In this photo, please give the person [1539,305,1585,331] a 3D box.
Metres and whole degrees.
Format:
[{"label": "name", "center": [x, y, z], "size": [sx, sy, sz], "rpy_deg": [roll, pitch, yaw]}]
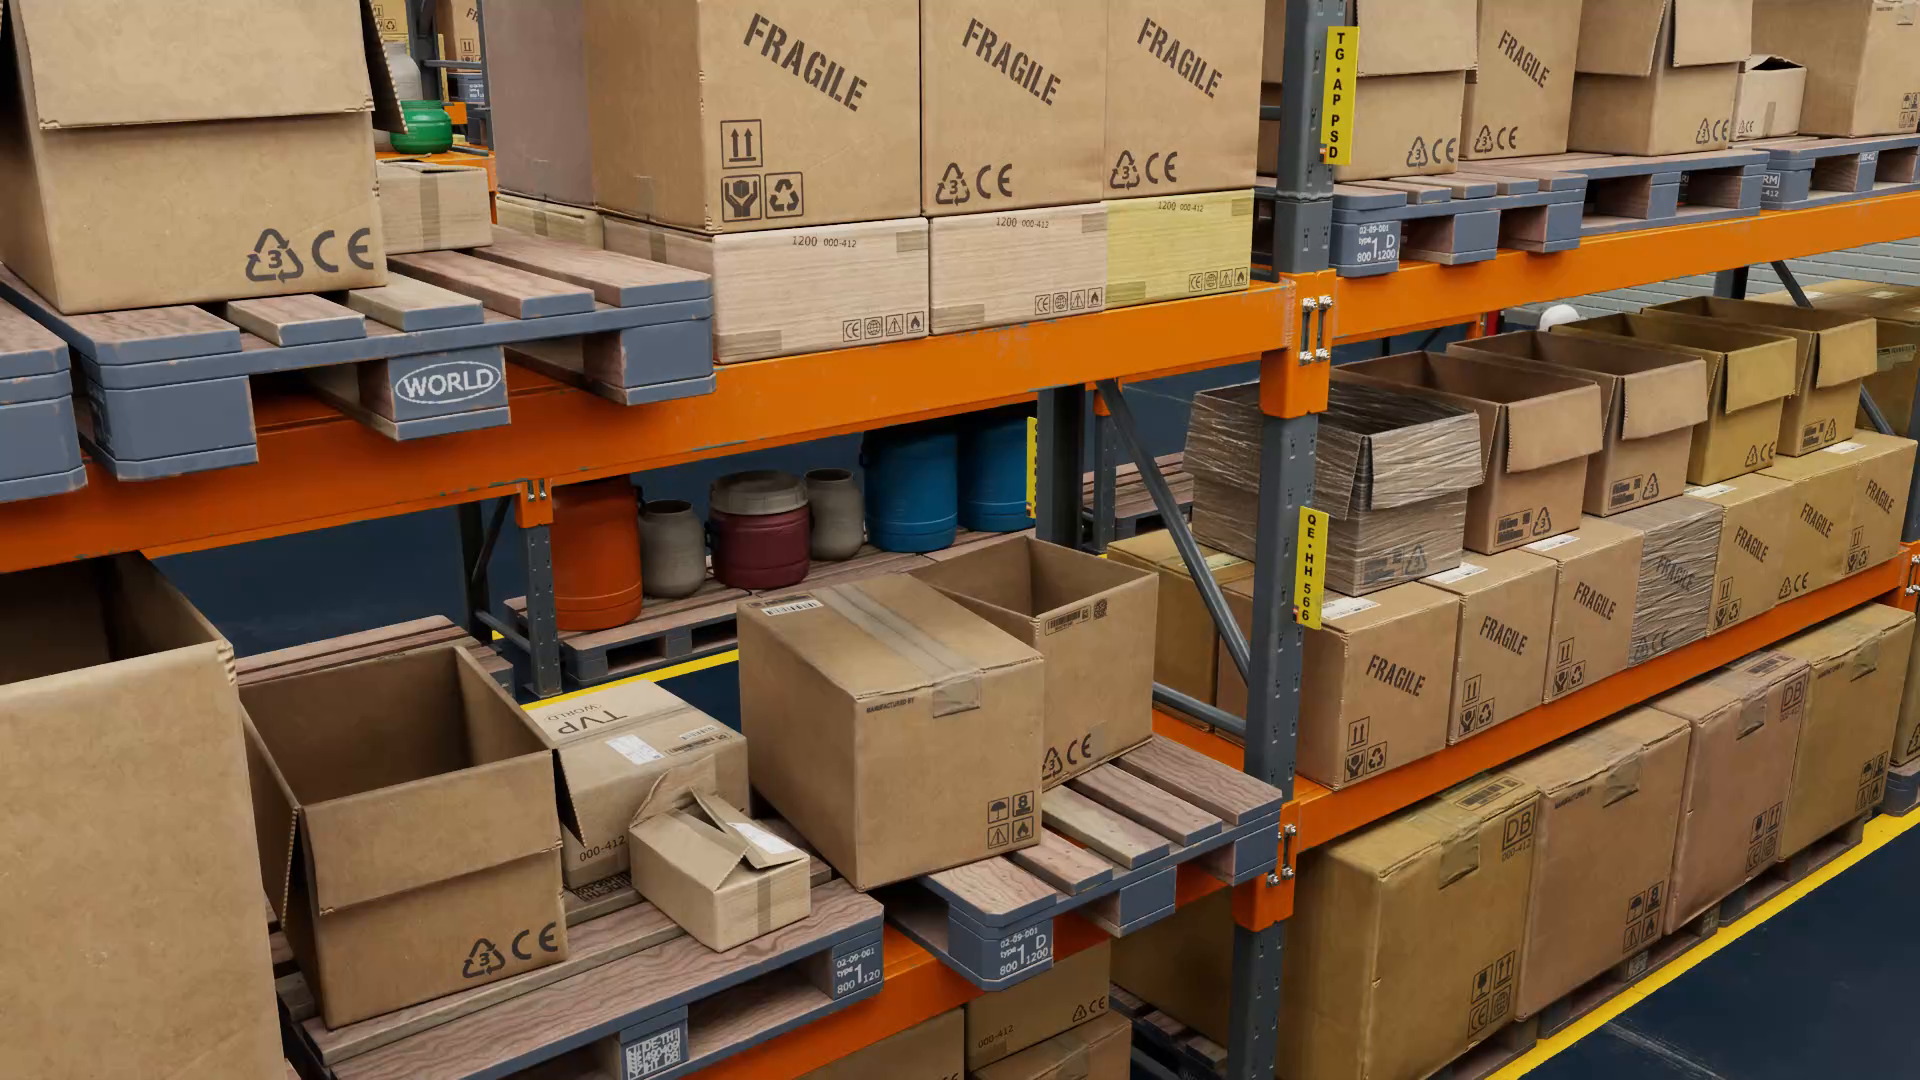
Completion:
[{"label": "person", "center": [3.619, -0.582, 10.275], "size": [0.641, 1.754, 0.579], "rpy_deg": [-8, 19, -24]}]
